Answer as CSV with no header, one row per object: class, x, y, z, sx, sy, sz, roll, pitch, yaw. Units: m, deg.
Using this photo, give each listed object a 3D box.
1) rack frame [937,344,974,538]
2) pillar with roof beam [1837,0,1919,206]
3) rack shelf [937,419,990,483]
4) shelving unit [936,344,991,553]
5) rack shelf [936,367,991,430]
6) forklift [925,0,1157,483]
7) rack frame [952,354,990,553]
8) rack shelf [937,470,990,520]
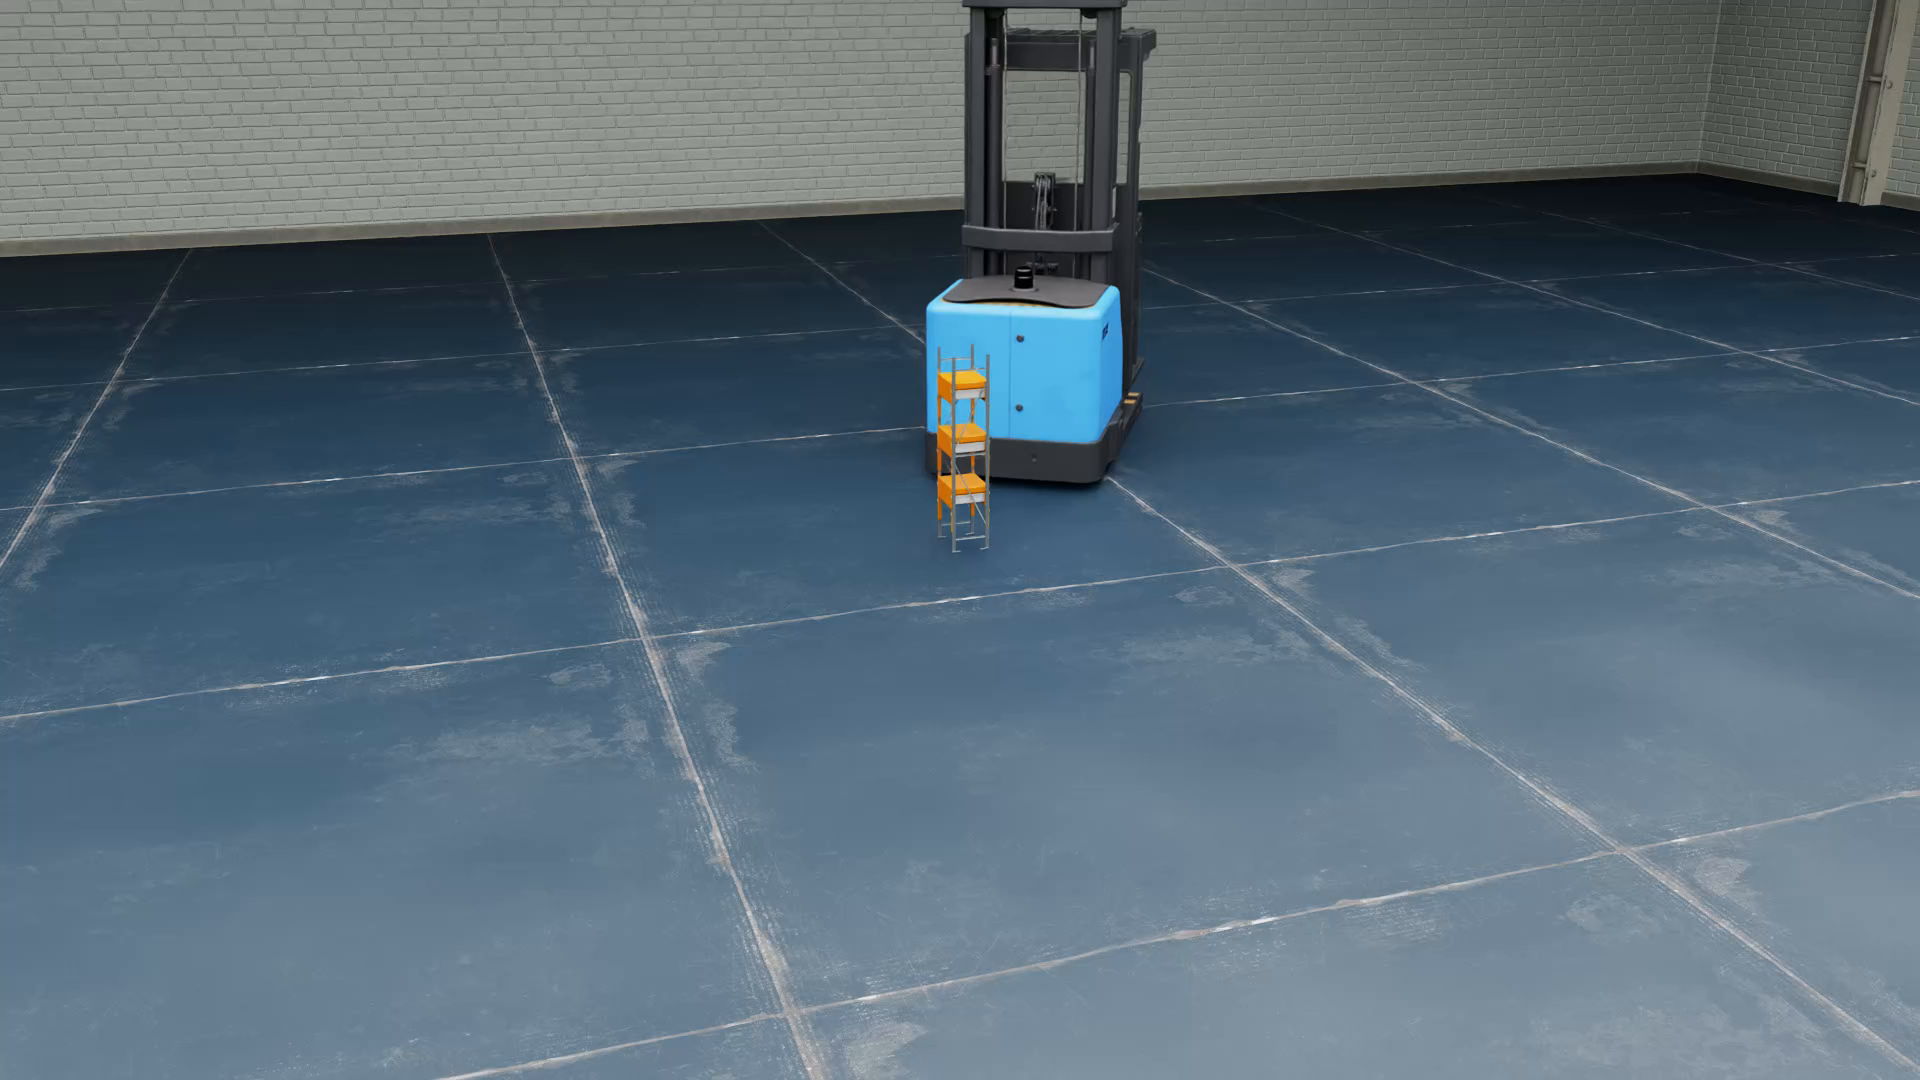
rack frame,-0.022,-0.516,8.800,0.200,1.050,0.008,-6,21,-17
pillar with roof beam,6.990,-7.932,17.687,9.100,9.000,0.400,-6,21,-17
rack shelf,0.017,-0.467,8.695,0.215,0.259,0.240,-6,21,-17
shelving unit,0.017,-0.477,8.691,0.215,1.050,0.252,-6,21,-17
rack shelf,0.017,-0.734,8.599,0.215,0.259,0.240,-6,21,-17
forklift,0.623,-2.171,10.624,1.130,2.935,3.031,4,20,12
rack frame,0.055,-0.438,8.582,0.200,1.050,0.008,-6,21,-17
rack shelf,0.017,-0.205,8.789,0.215,0.259,0.240,-6,21,-17
